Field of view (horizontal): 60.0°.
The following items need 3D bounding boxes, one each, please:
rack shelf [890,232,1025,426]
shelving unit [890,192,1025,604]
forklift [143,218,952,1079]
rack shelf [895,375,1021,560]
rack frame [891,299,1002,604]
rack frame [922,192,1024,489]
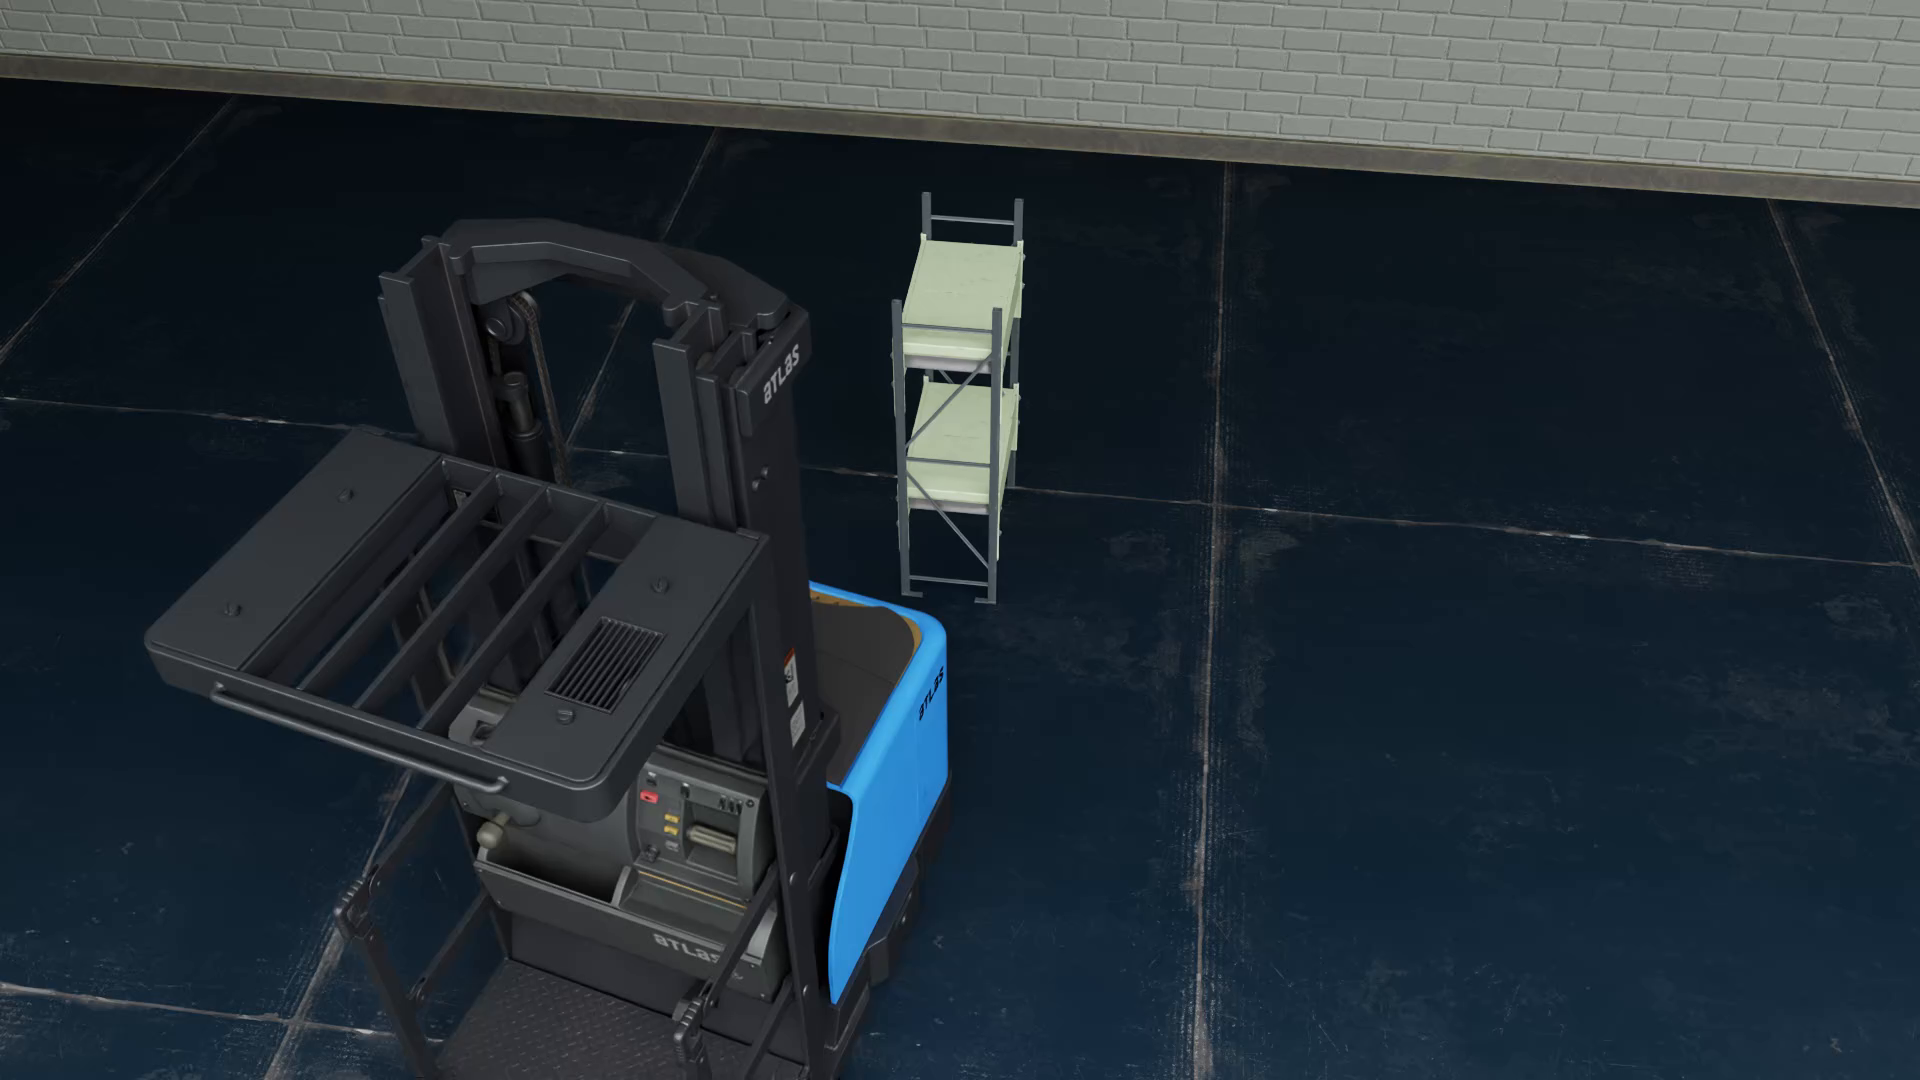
[{"bbox_3d":[0.001,-0.833,6.493,0.431,0.370,0.720,5,44,6],"label":"rack shelf"},{"bbox_3d":[0.001,-0.549,6.761,0.431,1.500,0.755,5,44,6],"label":"shelving unit"},{"bbox_3d":[-1.033,0.797,4.299,1.130,2.935,3.031,15,45,15],"label":"forklift"},{"bbox_3d":[0.001,-0.312,6.985,0.431,0.370,0.720,5,44,6],"label":"rack shelf"},{"bbox_3d":[-0.048,-0.300,6.498,0.400,1.500,0.023,5,44,6],"label":"rack frame"},{"bbox_3d":[0.049,-0.799,7.025,0.400,1.500,0.023,5,44,6],"label":"rack frame"}]
